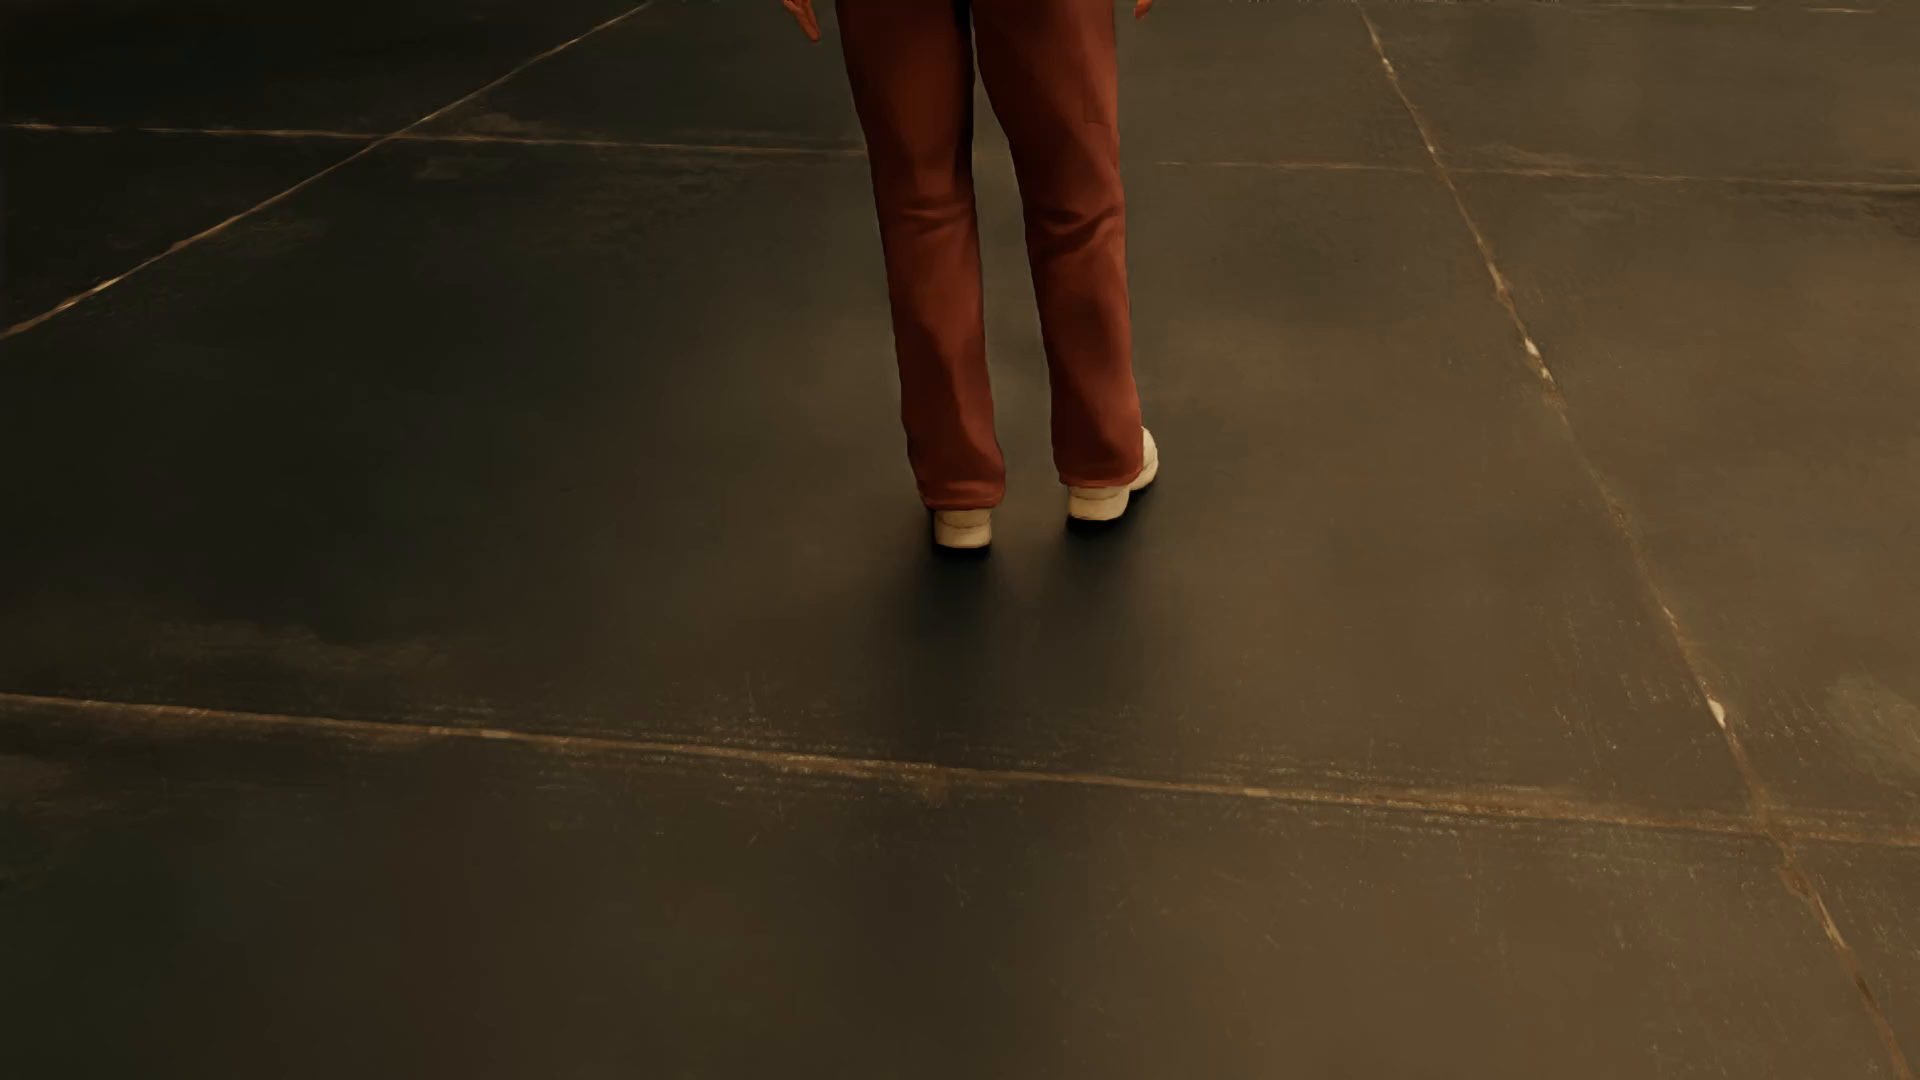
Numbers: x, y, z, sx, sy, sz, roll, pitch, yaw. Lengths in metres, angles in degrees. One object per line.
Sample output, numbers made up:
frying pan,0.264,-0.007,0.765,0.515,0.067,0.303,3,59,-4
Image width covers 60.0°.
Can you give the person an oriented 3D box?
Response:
person,0.021,-0.788,2.187,0.554,1.673,0.548,3,27,7
